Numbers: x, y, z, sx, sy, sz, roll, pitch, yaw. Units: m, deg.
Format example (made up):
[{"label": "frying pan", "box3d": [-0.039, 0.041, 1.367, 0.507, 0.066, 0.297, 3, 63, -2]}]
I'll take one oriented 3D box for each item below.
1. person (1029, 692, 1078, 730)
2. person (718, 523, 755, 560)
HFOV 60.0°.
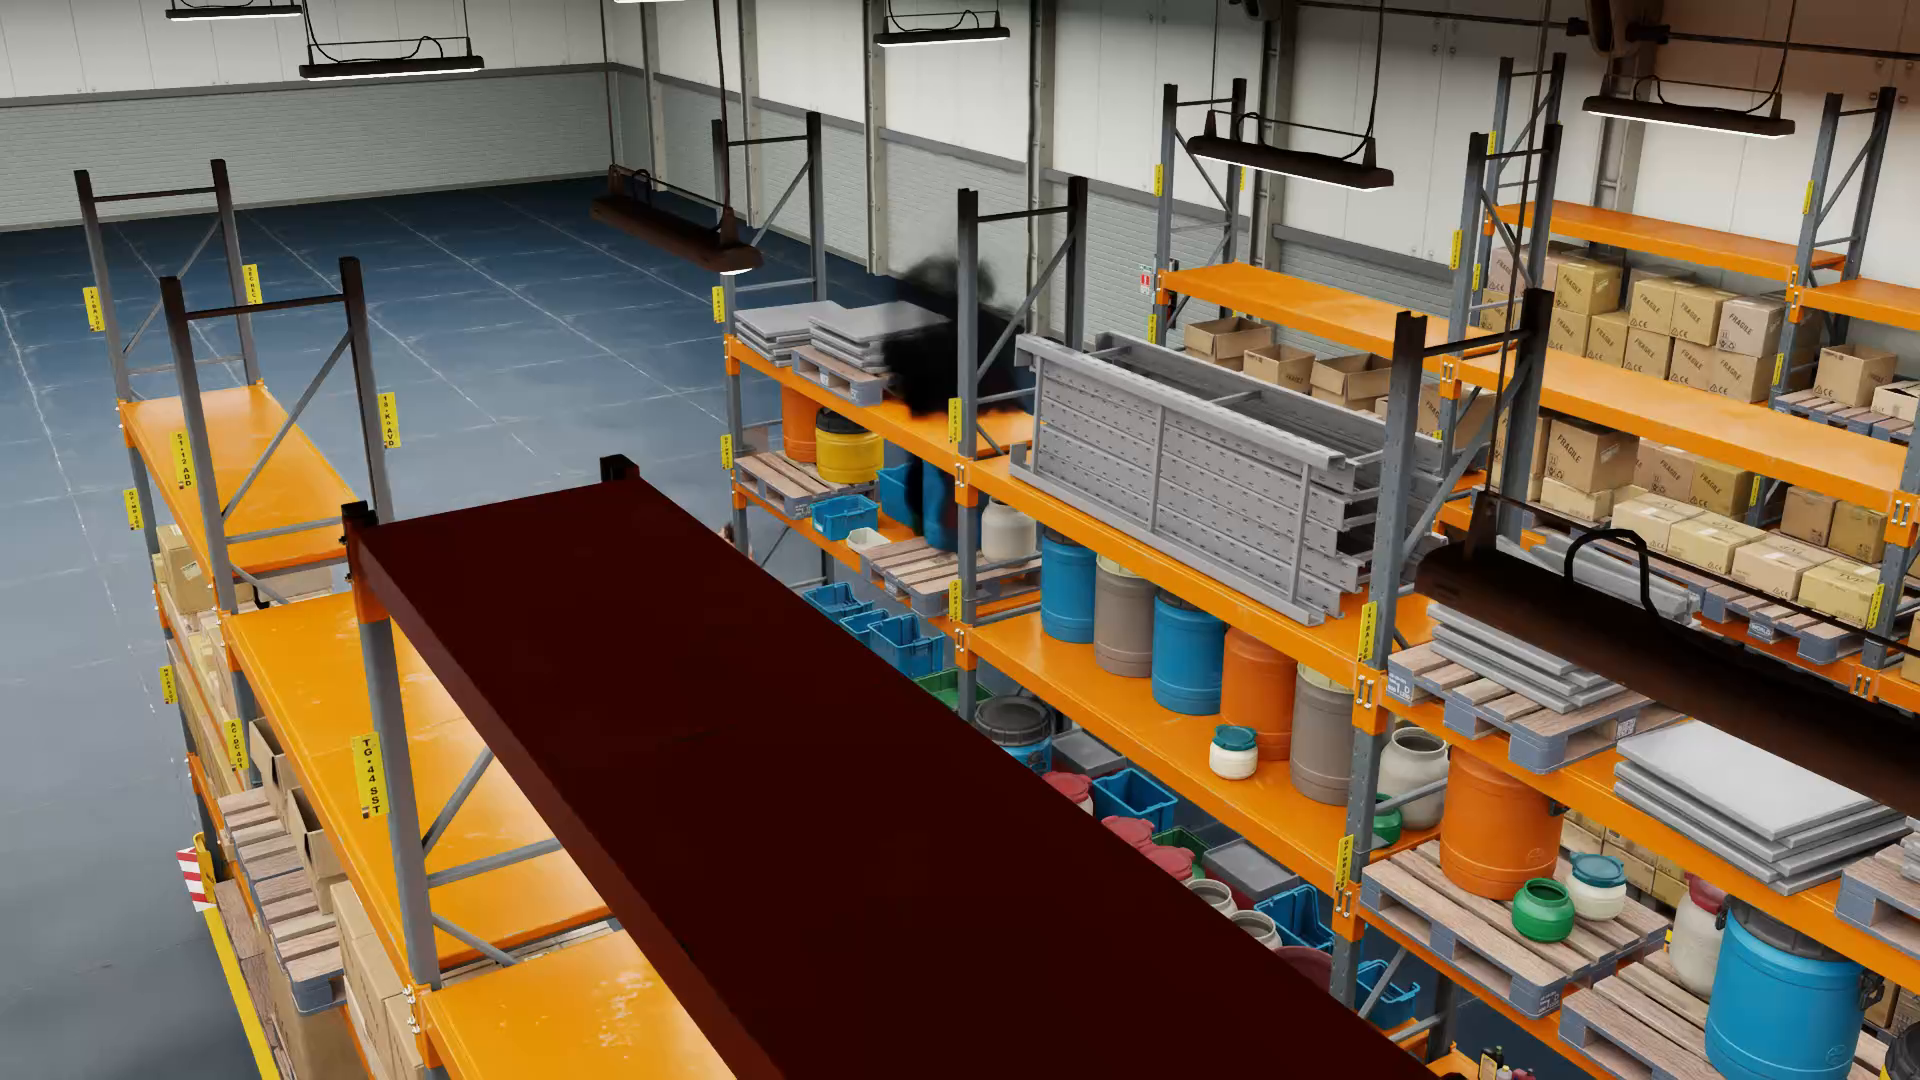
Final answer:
[{"label": "person", "box3d": [0.862, 1.381, 15.746, 0.887, 1.592, 0.535, 18, 28, 38]}, {"label": "person", "box3d": [-2.432, 0.561, 17.780, 0.591, 1.624, 0.579, -1, 22, -3]}]
